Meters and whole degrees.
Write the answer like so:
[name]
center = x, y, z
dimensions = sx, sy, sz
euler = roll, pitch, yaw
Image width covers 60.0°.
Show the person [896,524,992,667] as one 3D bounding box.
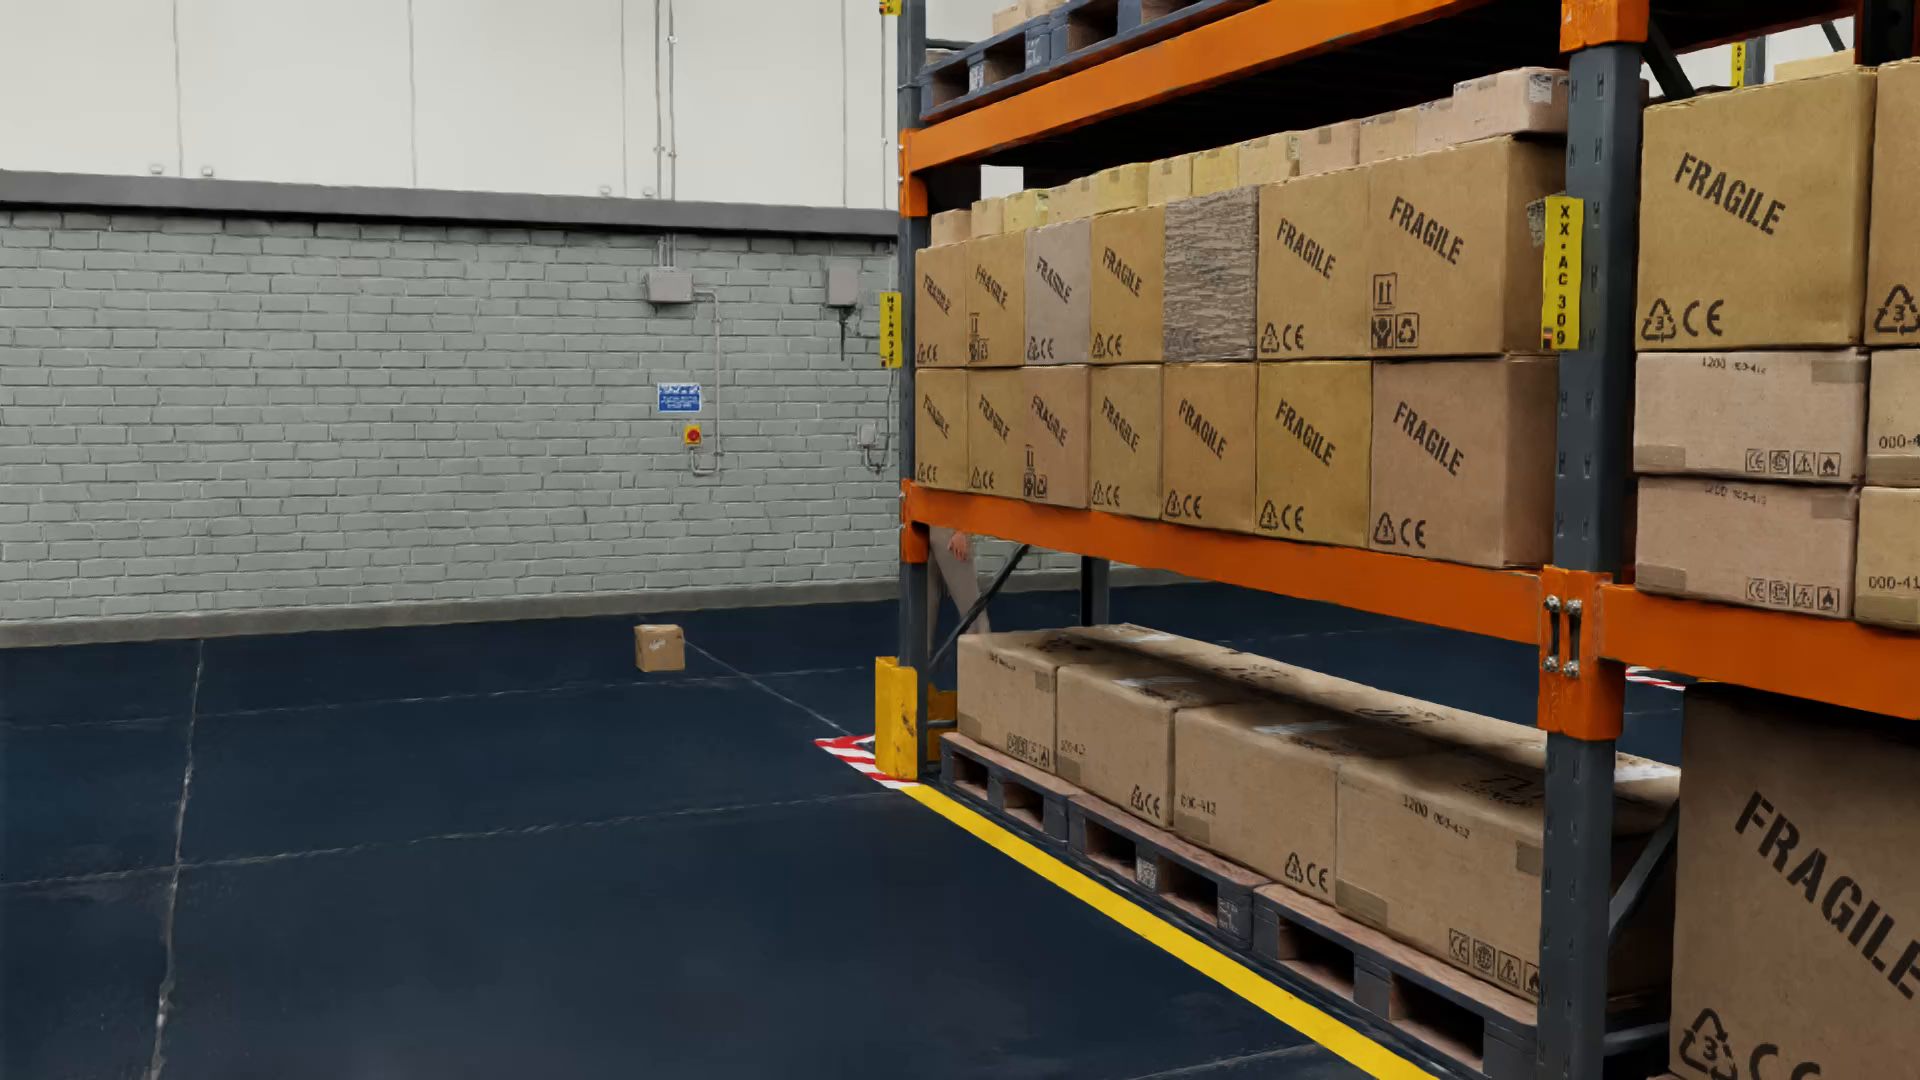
[person]
center = -0.150, -0.065, 9.943
dimensions = 0.631, 1.716, 0.756
euler = -3, 6, -31
